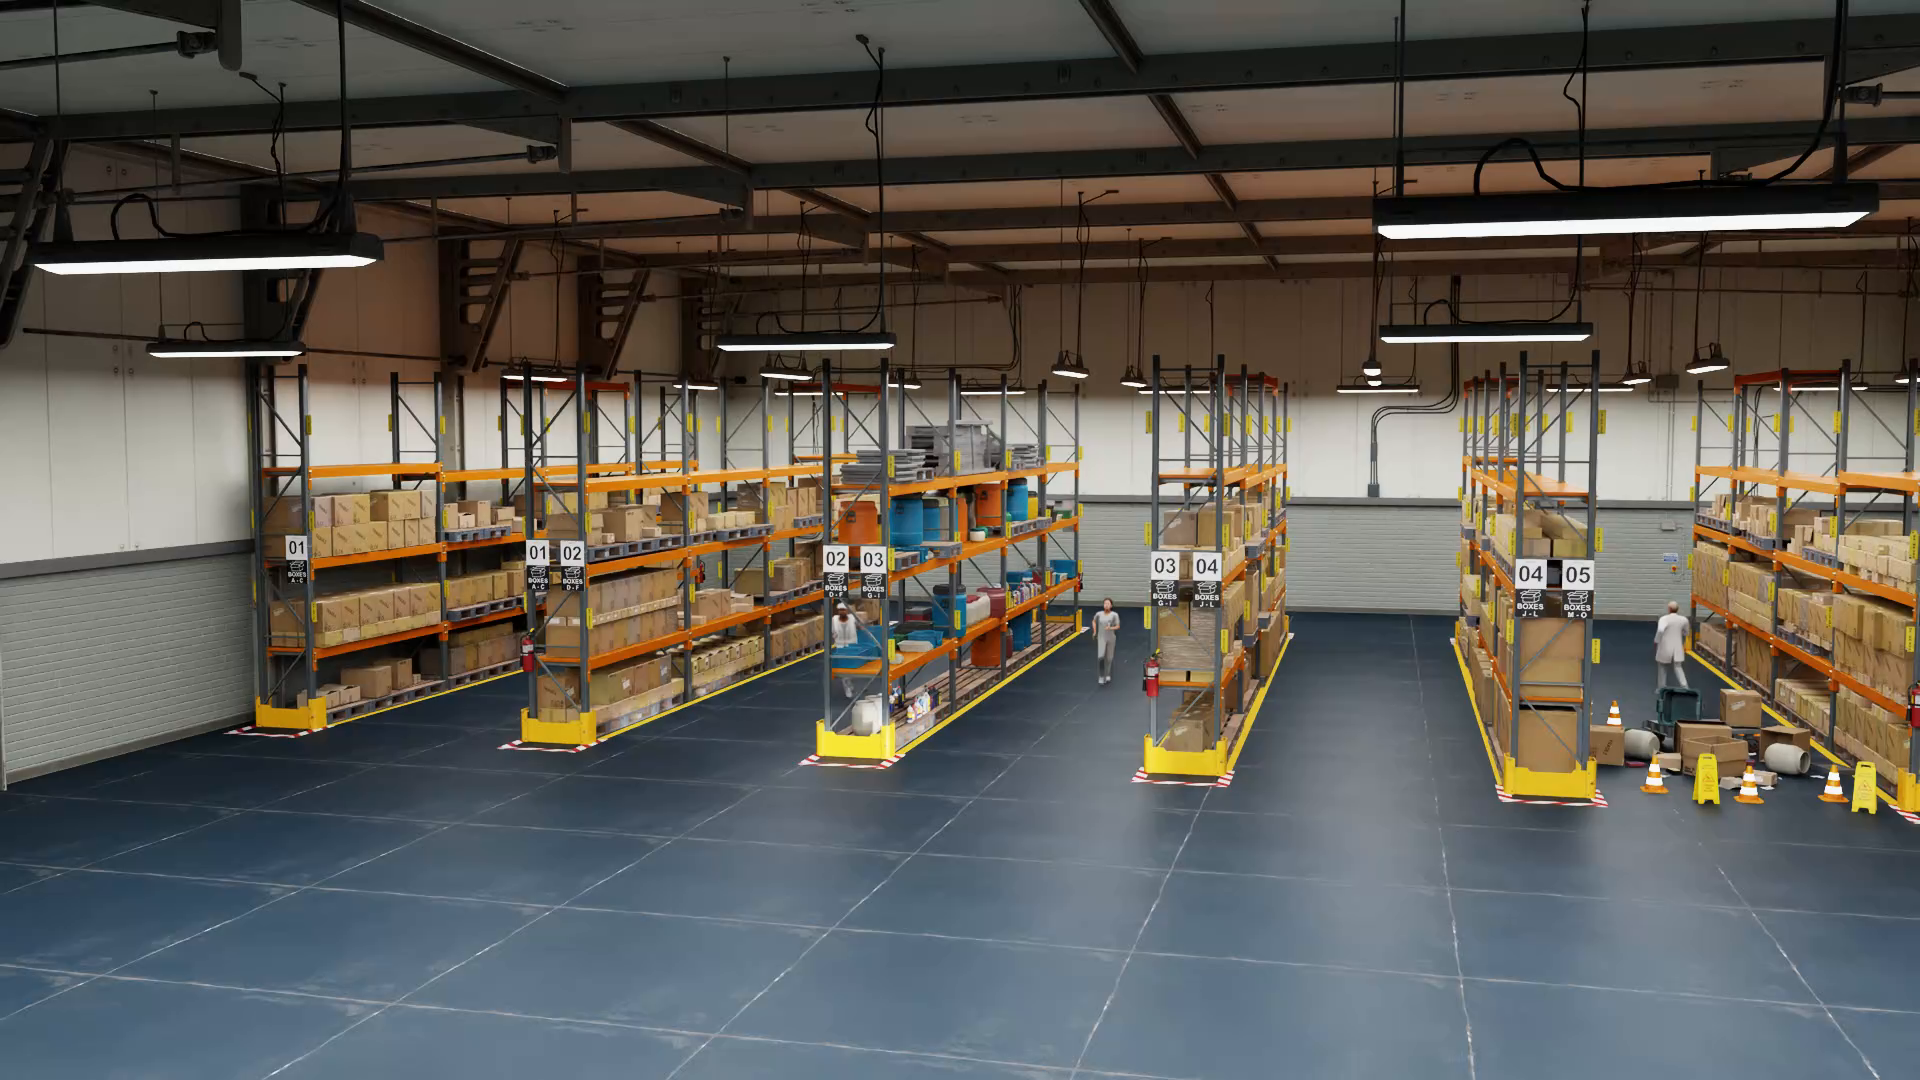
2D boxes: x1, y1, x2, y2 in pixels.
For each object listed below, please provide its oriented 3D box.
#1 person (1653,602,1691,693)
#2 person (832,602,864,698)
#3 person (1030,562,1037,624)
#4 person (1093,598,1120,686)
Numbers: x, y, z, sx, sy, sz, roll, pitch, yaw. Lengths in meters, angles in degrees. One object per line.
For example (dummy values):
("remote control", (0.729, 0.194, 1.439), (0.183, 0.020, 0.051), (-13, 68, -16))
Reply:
("person", (13.009, 1.997, 30.393), (0.689, 1.752, 1.063), (0, 4, 4))
("person", (-2.105, 2.003, 30.825), (0.705, 1.755, 0.997), (1, 4, 8))
("person", (1.647, 1.344, 41.631), (0.835, 1.617, 0.564), (1, 4, 12))
("person", (2.820, 1.956, 32.081), (0.527, 1.688, 0.702), (0, 4, 5))
